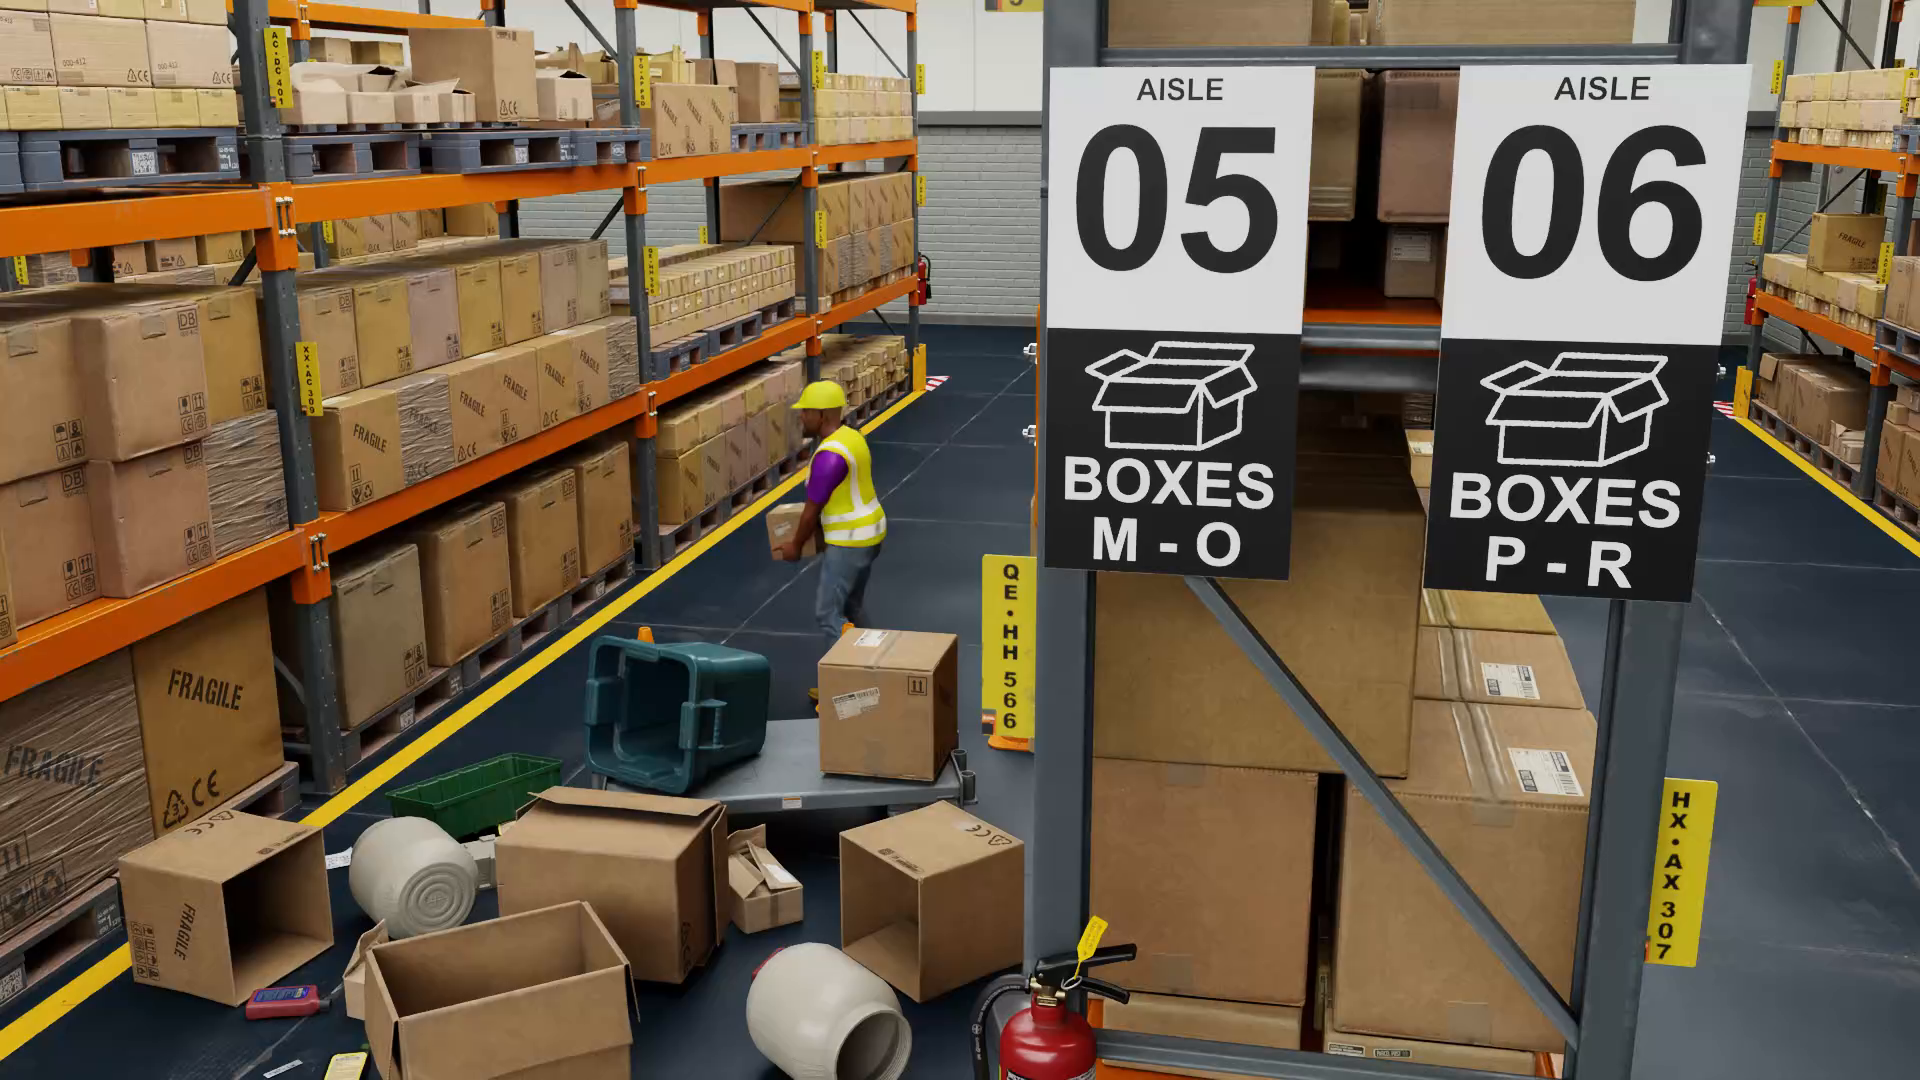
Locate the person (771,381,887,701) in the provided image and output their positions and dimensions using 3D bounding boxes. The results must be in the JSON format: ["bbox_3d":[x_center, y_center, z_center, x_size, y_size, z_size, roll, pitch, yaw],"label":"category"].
[{"bbox_3d":[-0.701,0.010,8.962,0.592,1.746,0.501,3,15,10],"label":"person"}]
